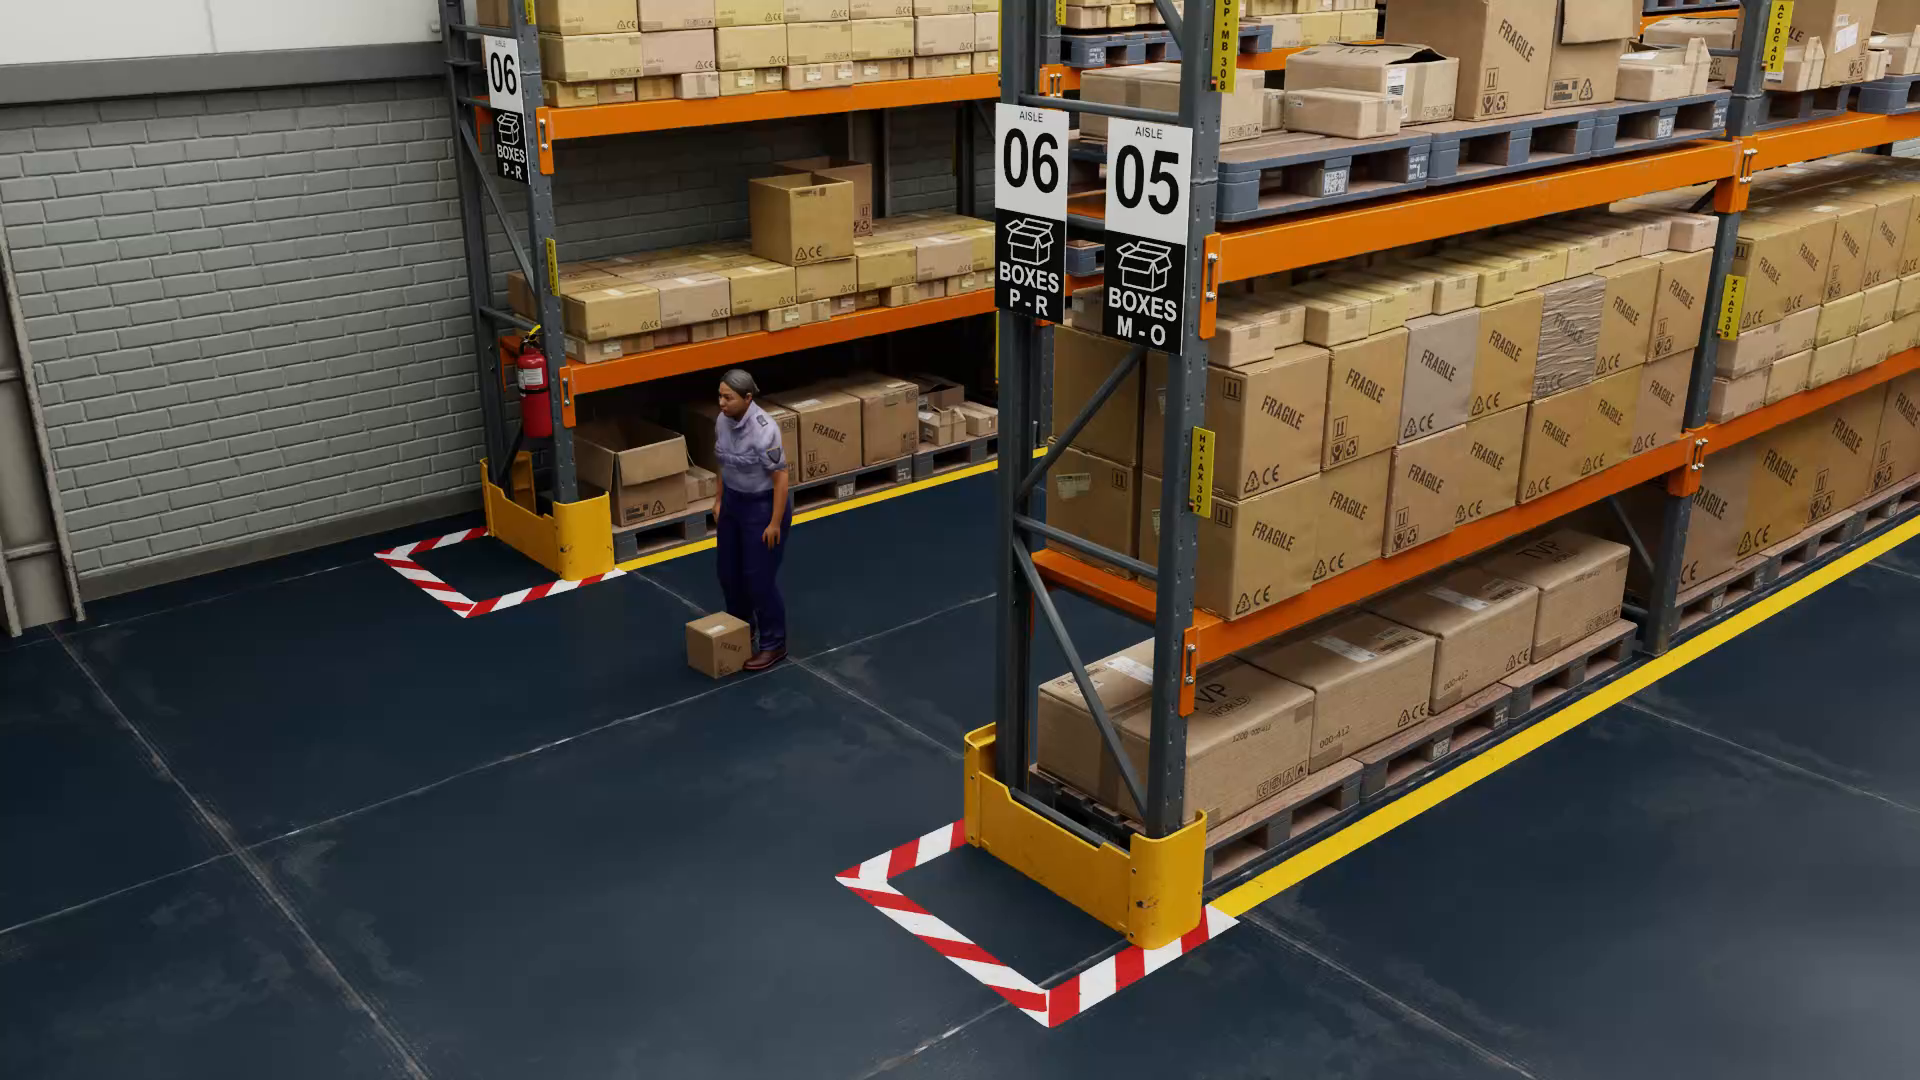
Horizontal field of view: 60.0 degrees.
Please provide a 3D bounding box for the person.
[{"bbox_3d":[-1.136,-0.132,8.954,0.369,1.637,0.564,-19,28,-40],"label":"person"}]
